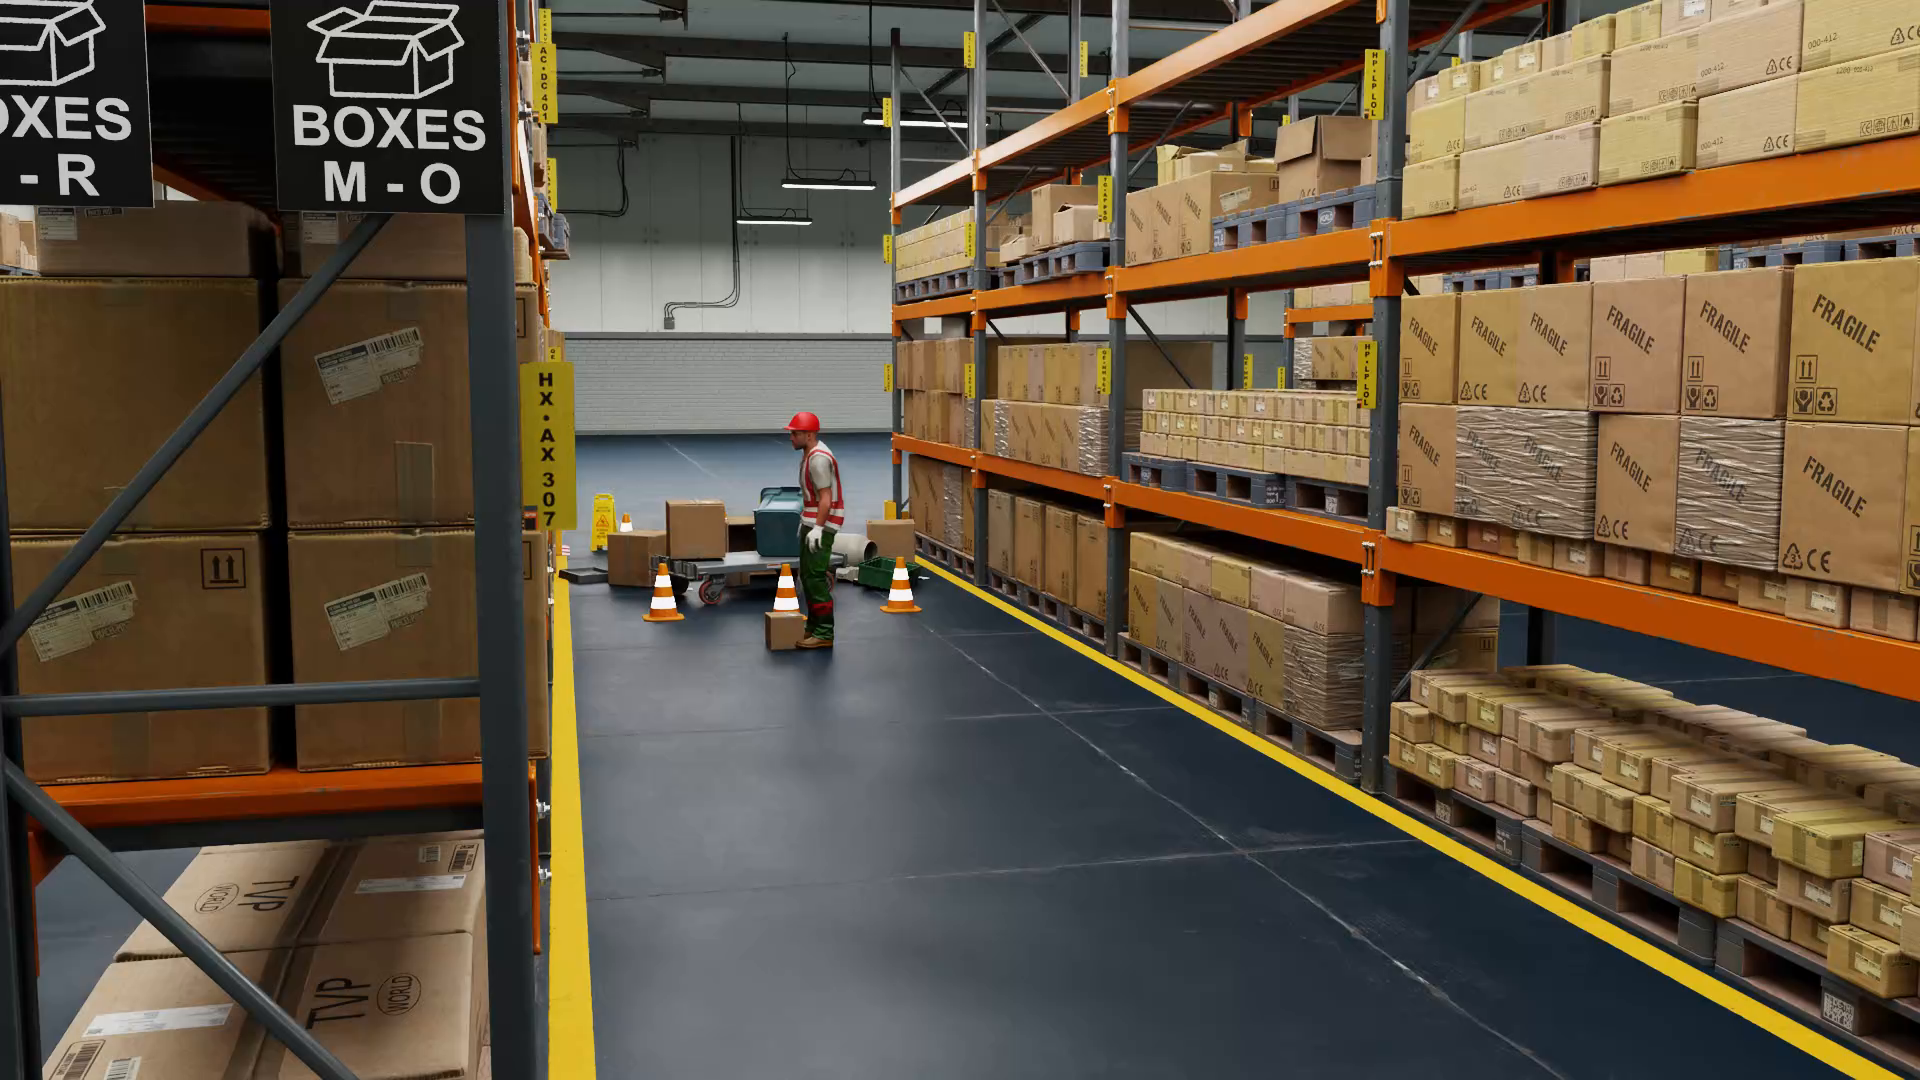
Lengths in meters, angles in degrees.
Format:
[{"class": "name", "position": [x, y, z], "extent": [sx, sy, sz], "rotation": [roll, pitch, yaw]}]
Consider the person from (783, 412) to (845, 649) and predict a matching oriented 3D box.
[{"class": "person", "position": [-1.112, -0.081, 12.588], "extent": [0.452, 1.778, 0.607], "rotation": [-1, 6, -13]}]
